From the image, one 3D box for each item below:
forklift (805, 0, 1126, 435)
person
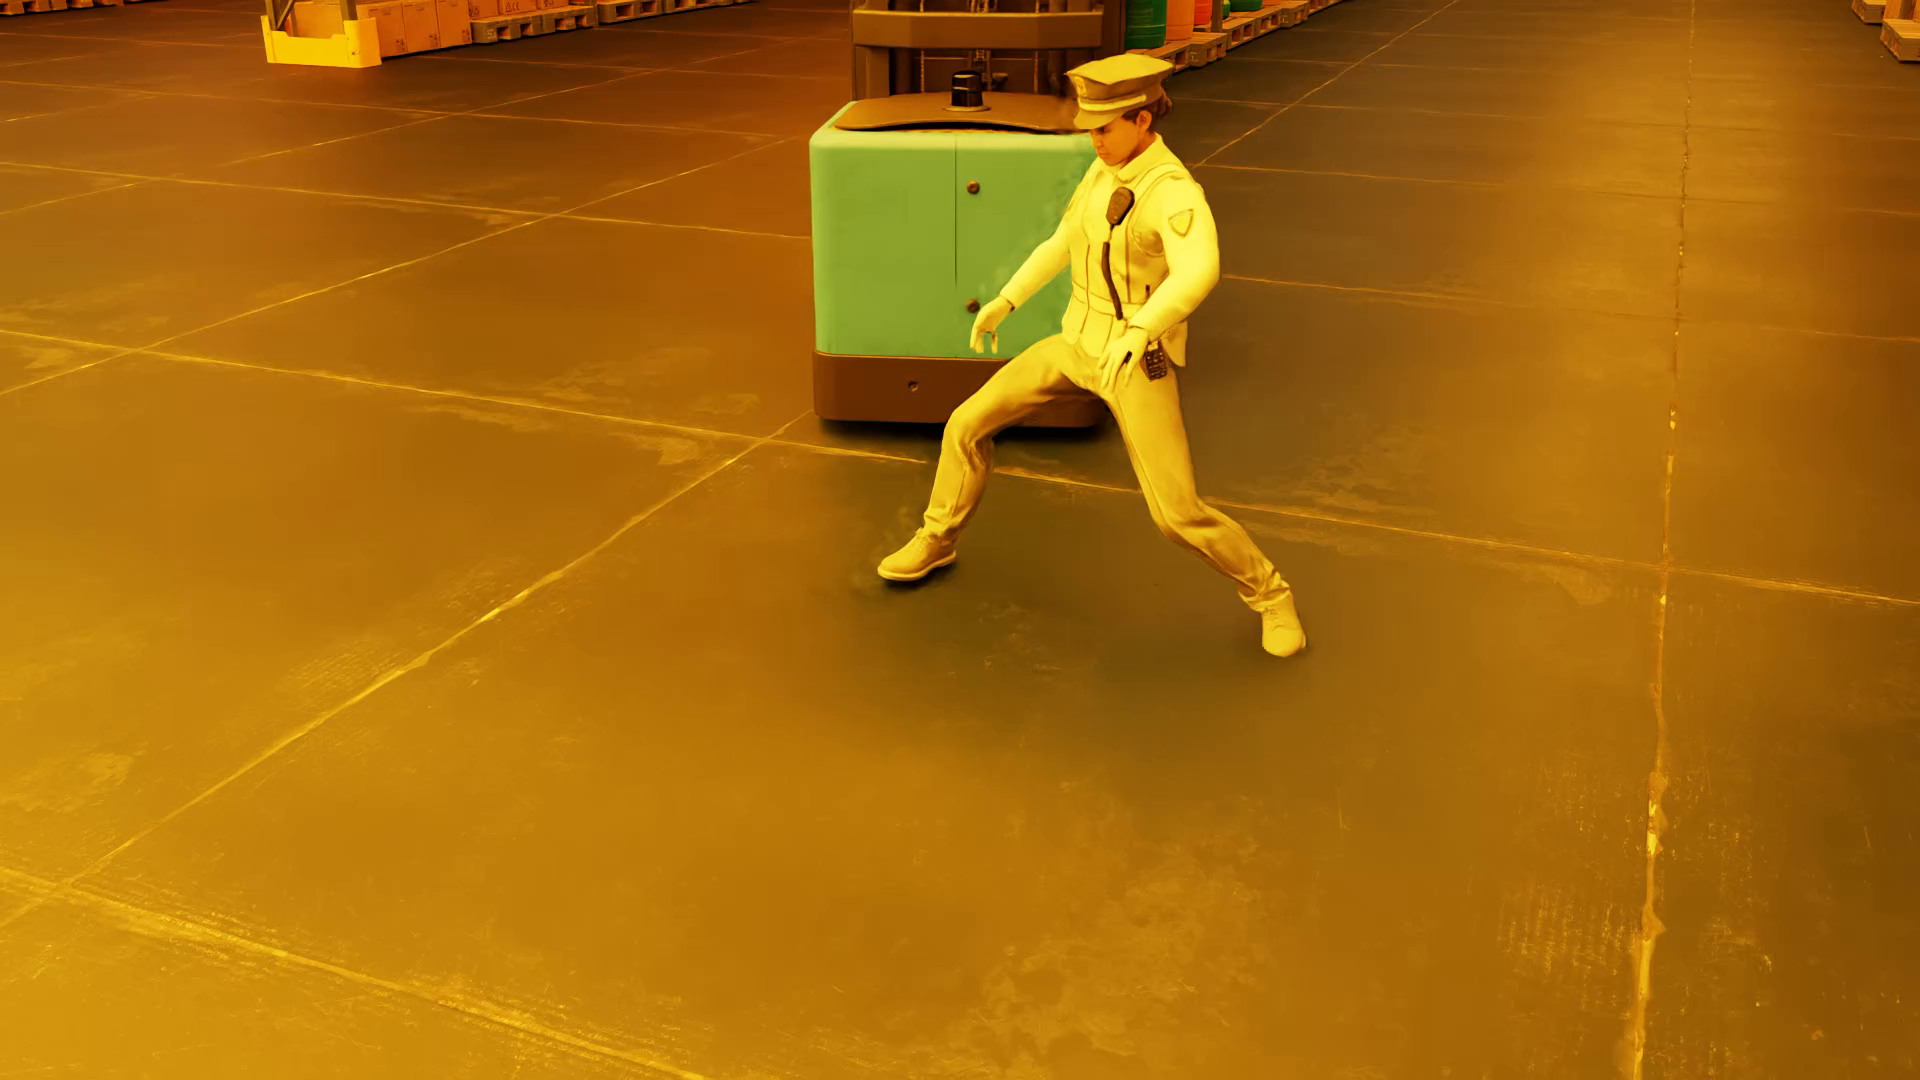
[{"bbox_3d":[0.125,-2.248,6.670,1.130,2.935,3.031,2,23,5],"label":"forklift"},{"bbox_3d":[0.521,-0.496,4.357,0.682,1.543,0.882,-8,24,-19],"label":"person"}]
